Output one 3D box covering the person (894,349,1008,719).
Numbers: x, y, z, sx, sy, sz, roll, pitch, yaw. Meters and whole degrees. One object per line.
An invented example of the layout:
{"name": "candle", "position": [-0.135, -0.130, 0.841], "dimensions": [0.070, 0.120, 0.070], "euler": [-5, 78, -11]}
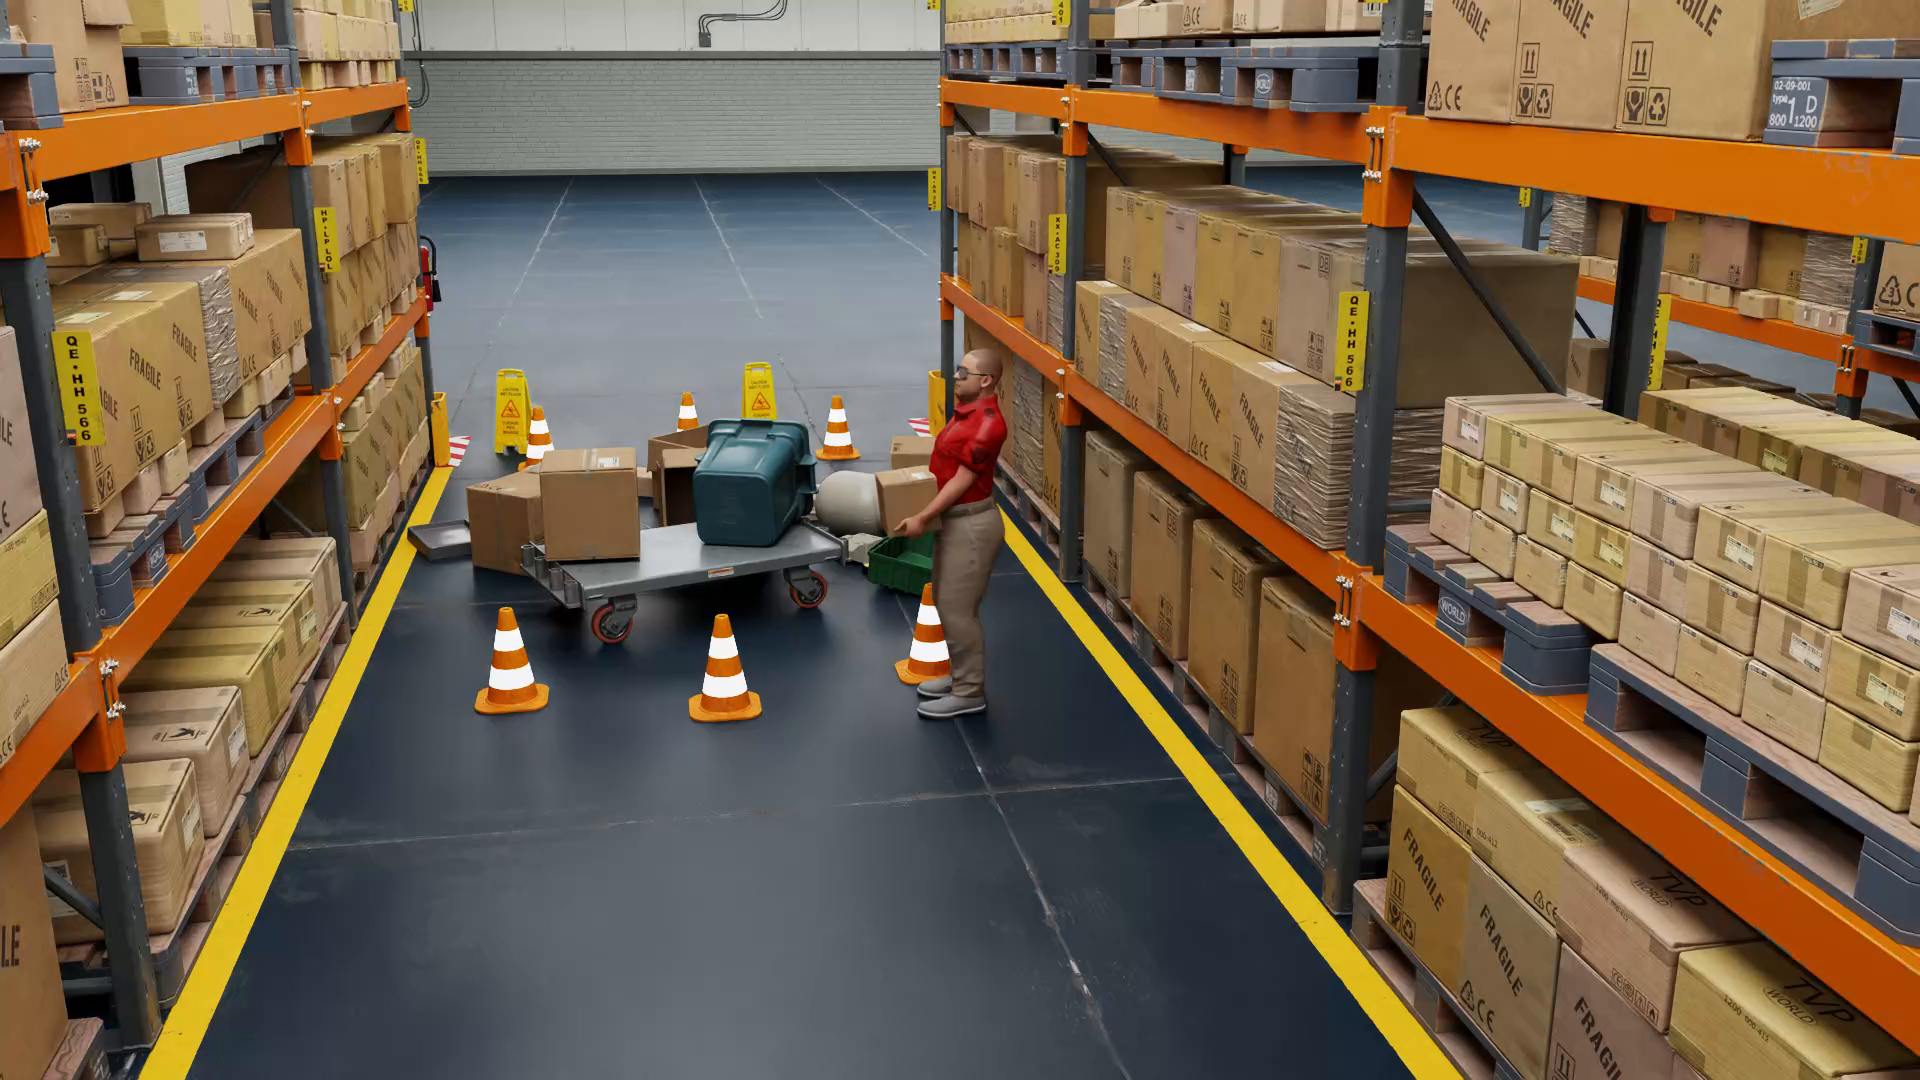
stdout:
{"name": "person", "position": [-0.061, -0.031, 7.691], "dimensions": [0.530, 1.712, 0.493], "euler": [-3, 17, -10]}
